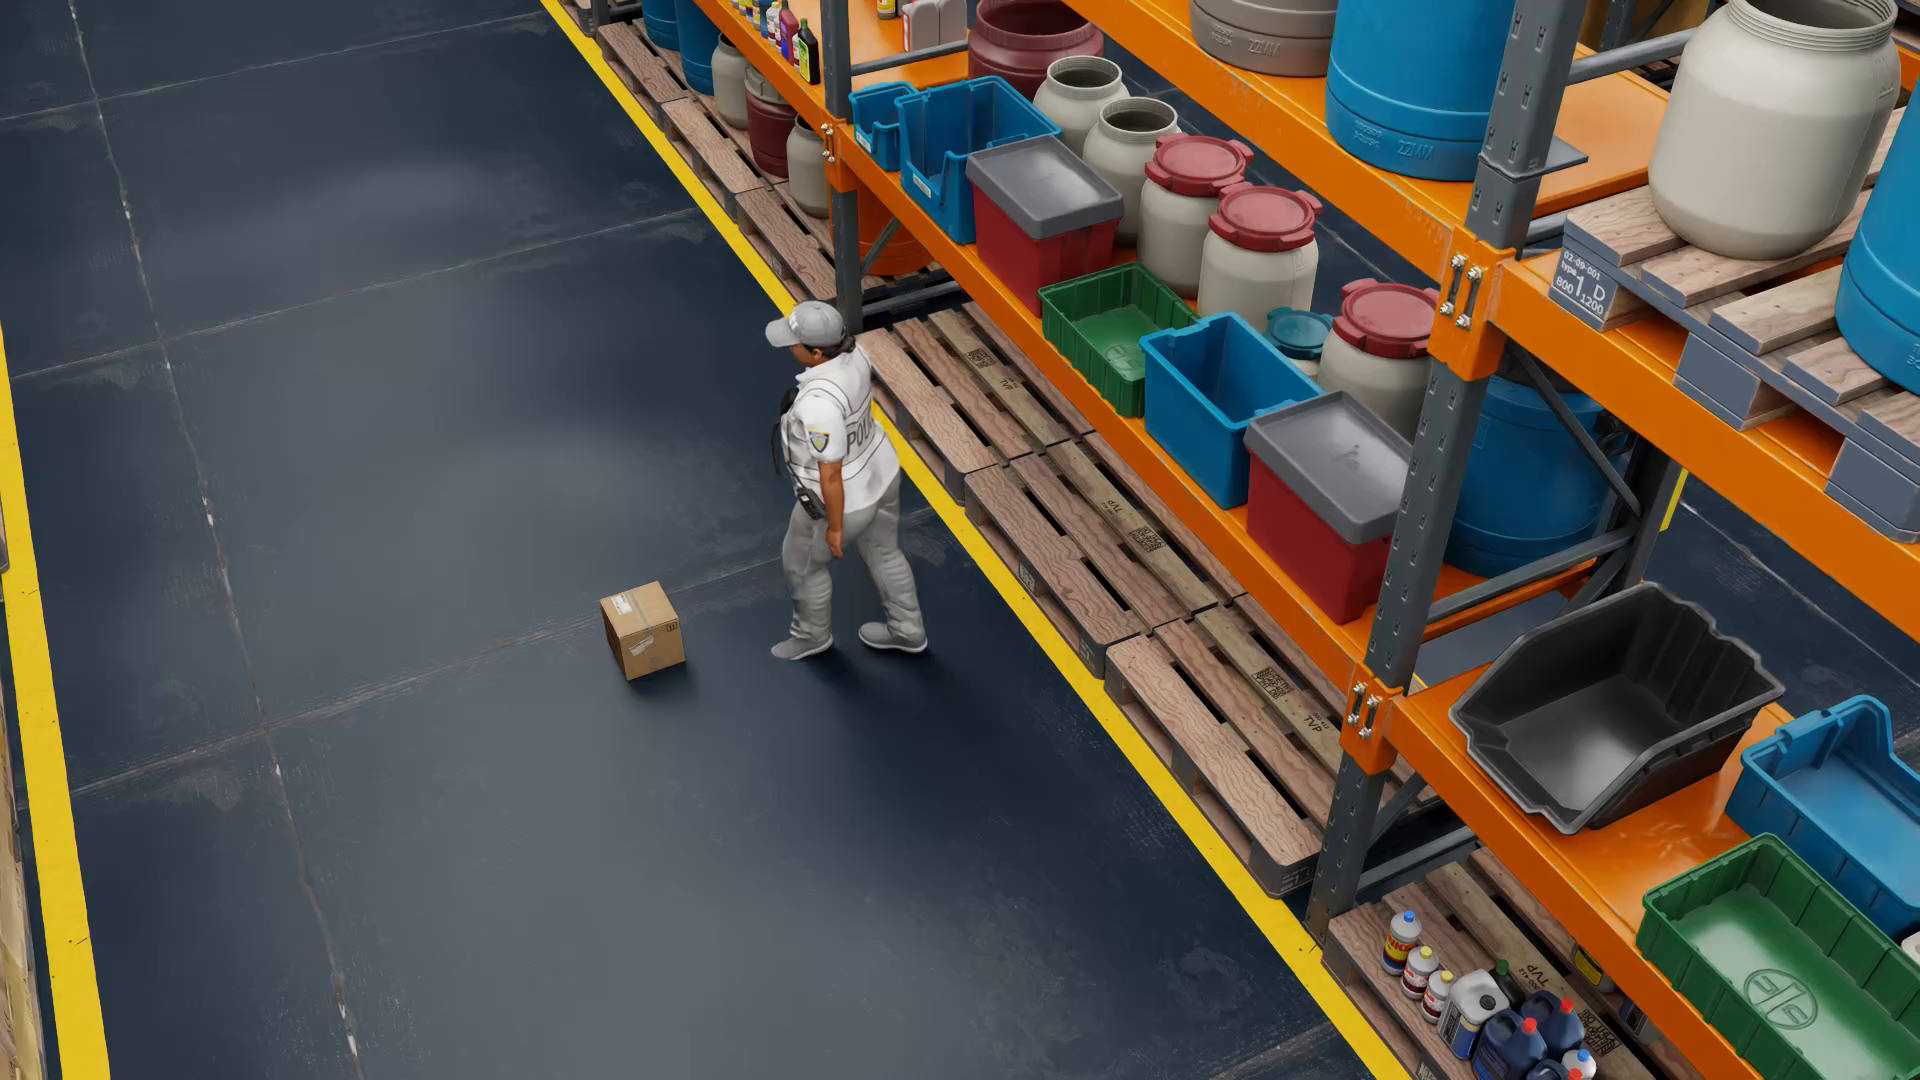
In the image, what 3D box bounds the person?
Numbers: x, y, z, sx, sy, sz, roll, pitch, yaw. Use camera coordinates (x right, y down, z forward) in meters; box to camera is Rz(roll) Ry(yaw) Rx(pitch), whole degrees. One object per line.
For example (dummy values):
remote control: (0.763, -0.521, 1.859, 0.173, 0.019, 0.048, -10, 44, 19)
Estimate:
person: (-0.448, -0.172, 6.395, 0.635, 1.710, 0.487, 16, 44, 17)
